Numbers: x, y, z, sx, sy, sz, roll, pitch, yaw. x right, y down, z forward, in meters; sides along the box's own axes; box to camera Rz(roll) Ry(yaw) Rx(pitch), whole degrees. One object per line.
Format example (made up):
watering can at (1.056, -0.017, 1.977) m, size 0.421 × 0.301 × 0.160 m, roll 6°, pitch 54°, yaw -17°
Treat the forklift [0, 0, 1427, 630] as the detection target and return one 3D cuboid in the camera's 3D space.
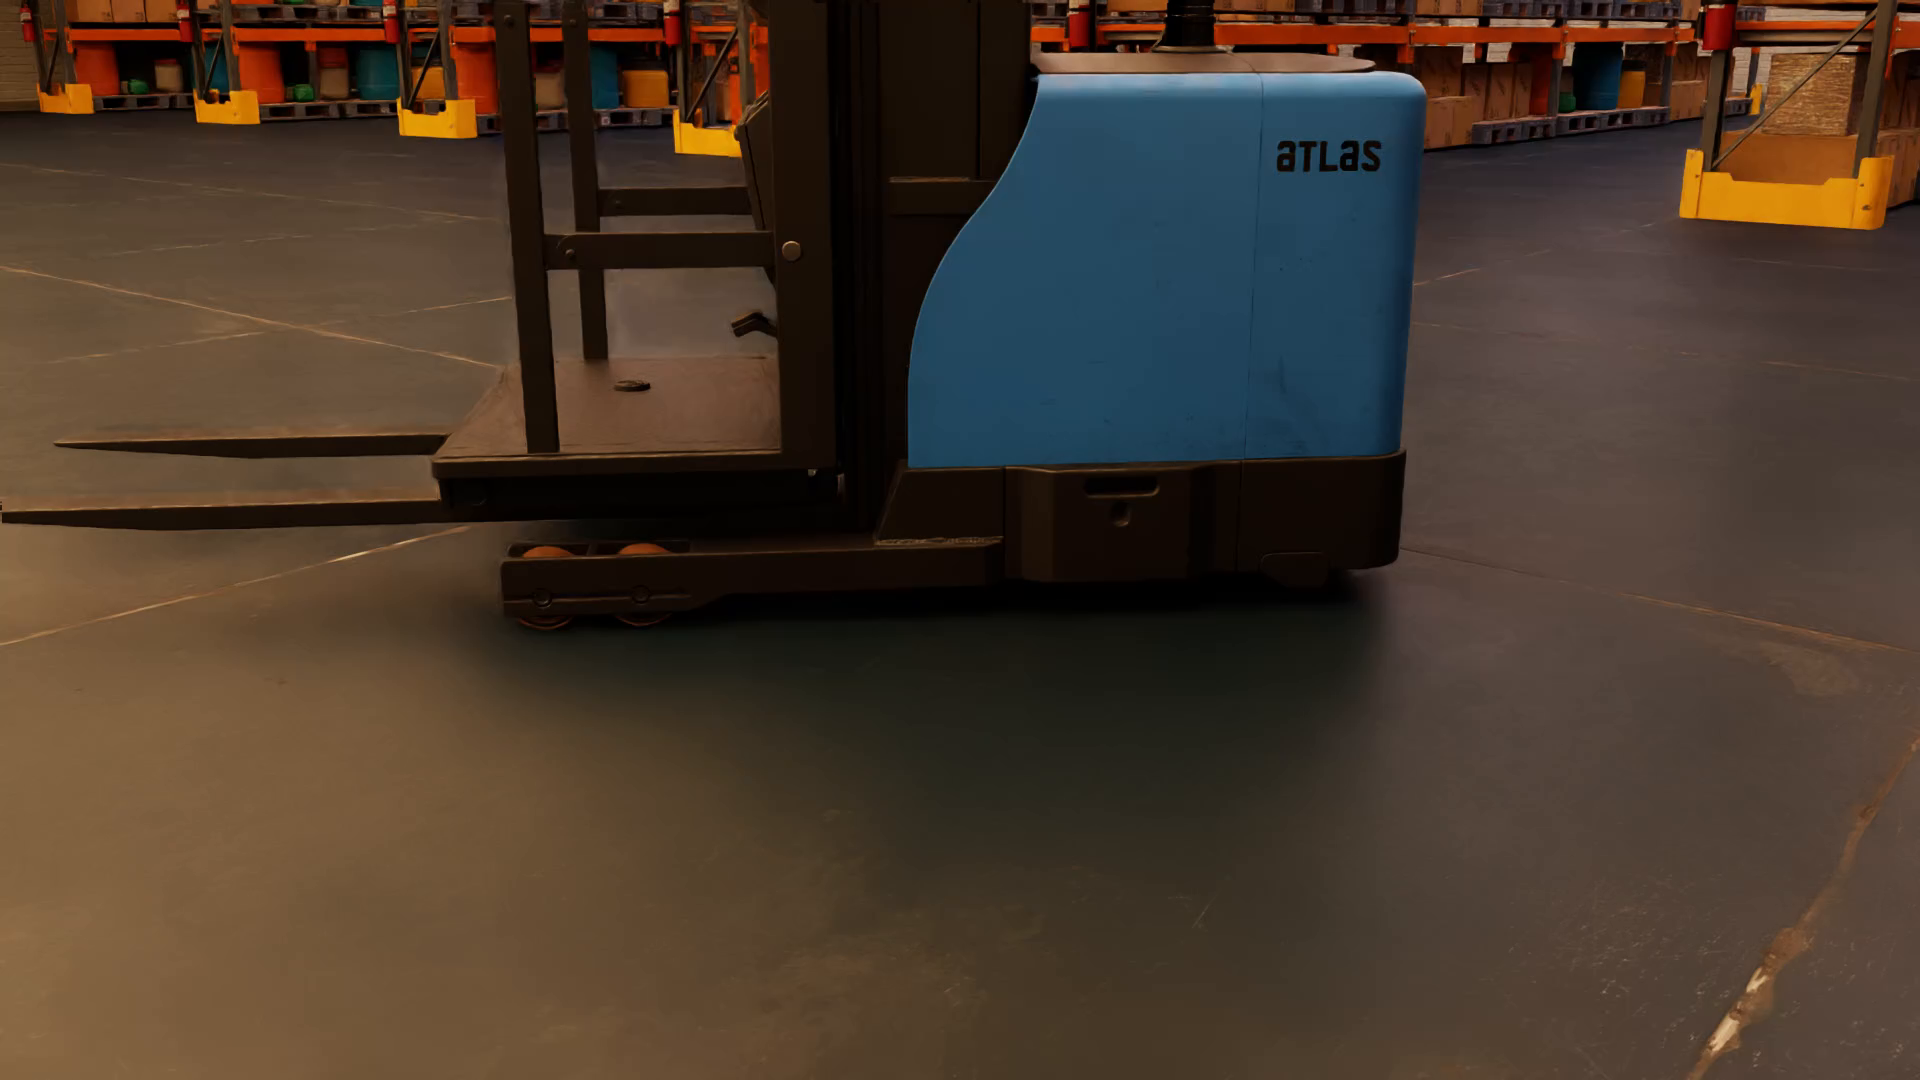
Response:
forklift at (-0.608, -1.382, 3.450) m, size 3.031 × 2.935 × 1.130 m, roll -2°, pitch 17°, yaw -6°
